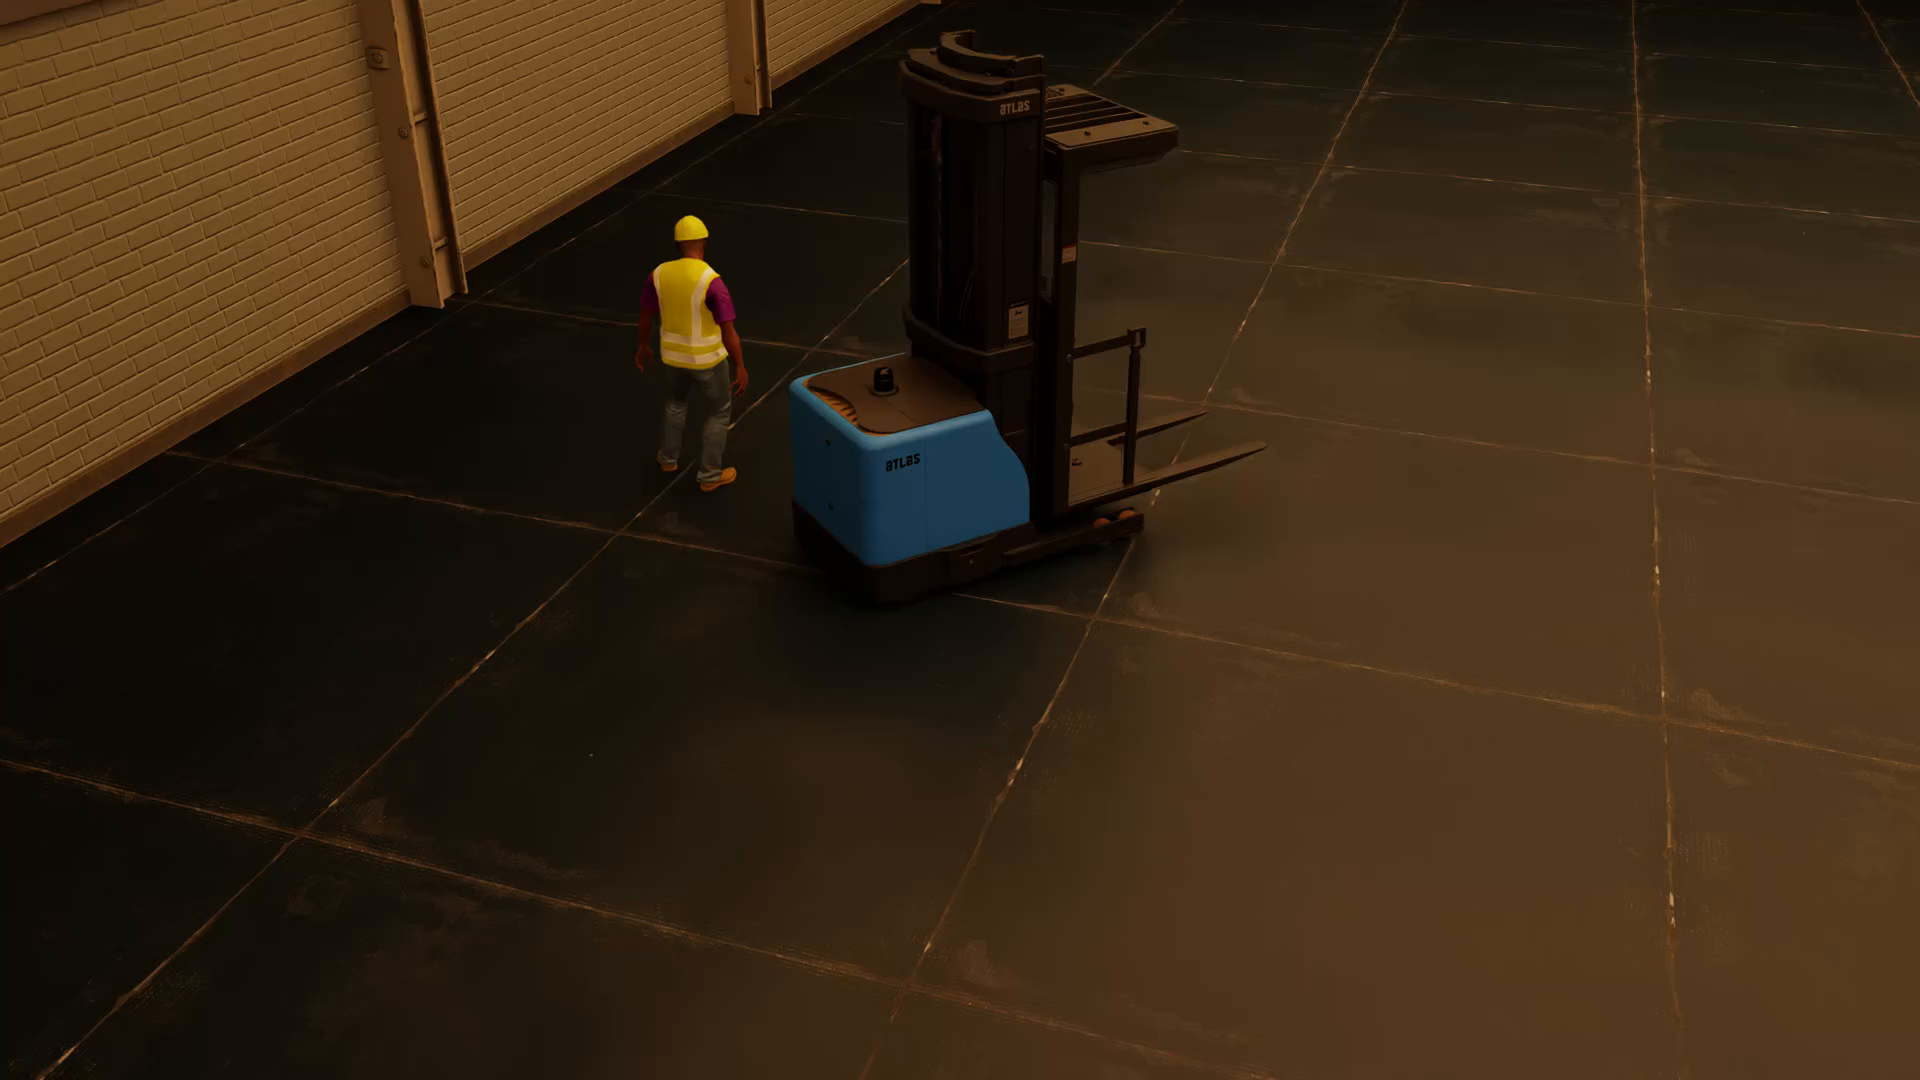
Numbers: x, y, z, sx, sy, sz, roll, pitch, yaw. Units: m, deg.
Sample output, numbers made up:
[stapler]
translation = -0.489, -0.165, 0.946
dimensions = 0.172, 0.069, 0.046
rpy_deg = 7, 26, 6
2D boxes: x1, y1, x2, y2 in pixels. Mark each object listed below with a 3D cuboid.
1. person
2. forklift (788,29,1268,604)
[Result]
[person]
translation = -1.651, -1.175, 10.410
dimensions = 0.871, 1.731, 0.449
rpy_deg = 14, 32, 22
[forklift]
translation = 0.523, -1.442, 9.667
dimensions = 3.031, 2.935, 1.130
rpy_deg = -17, 34, -27
